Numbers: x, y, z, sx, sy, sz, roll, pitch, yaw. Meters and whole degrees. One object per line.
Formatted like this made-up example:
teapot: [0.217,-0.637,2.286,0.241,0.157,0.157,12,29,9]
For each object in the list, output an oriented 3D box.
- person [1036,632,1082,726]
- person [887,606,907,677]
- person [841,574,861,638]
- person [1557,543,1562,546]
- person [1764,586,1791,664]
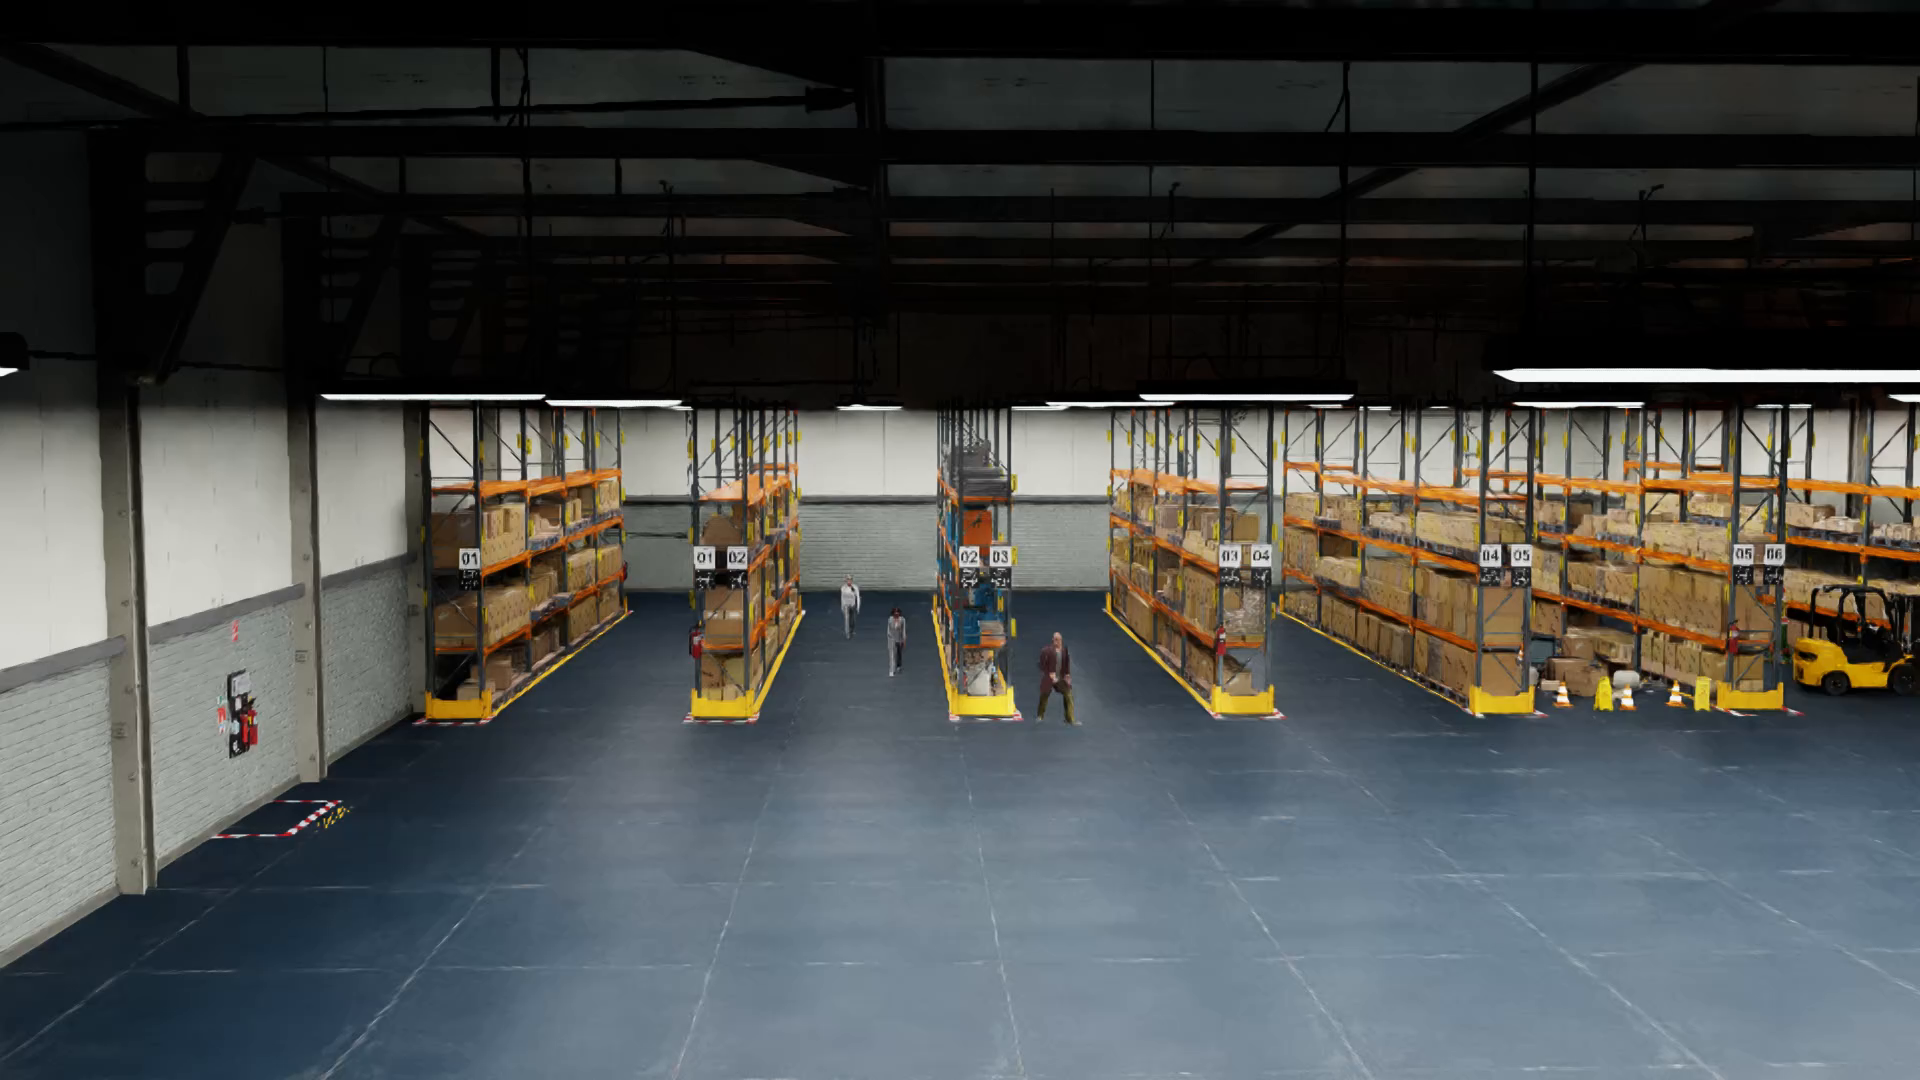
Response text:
person: [1.727,2.516,30.298,0.735,1.712,0.904,-1,5,-18]
person: [-1.366,2.170,36.016,0.415,1.517,1.041,0,4,-5]
person: [-2.770,1.650,42.134,0.502,1.625,0.988,0,4,-3]
person: [18.373,0.956,50.706,0.495,1.724,0.744,-3,5,-31]
person: [18.556,1.900,37.768,0.588,1.784,0.666,2,5,22]
